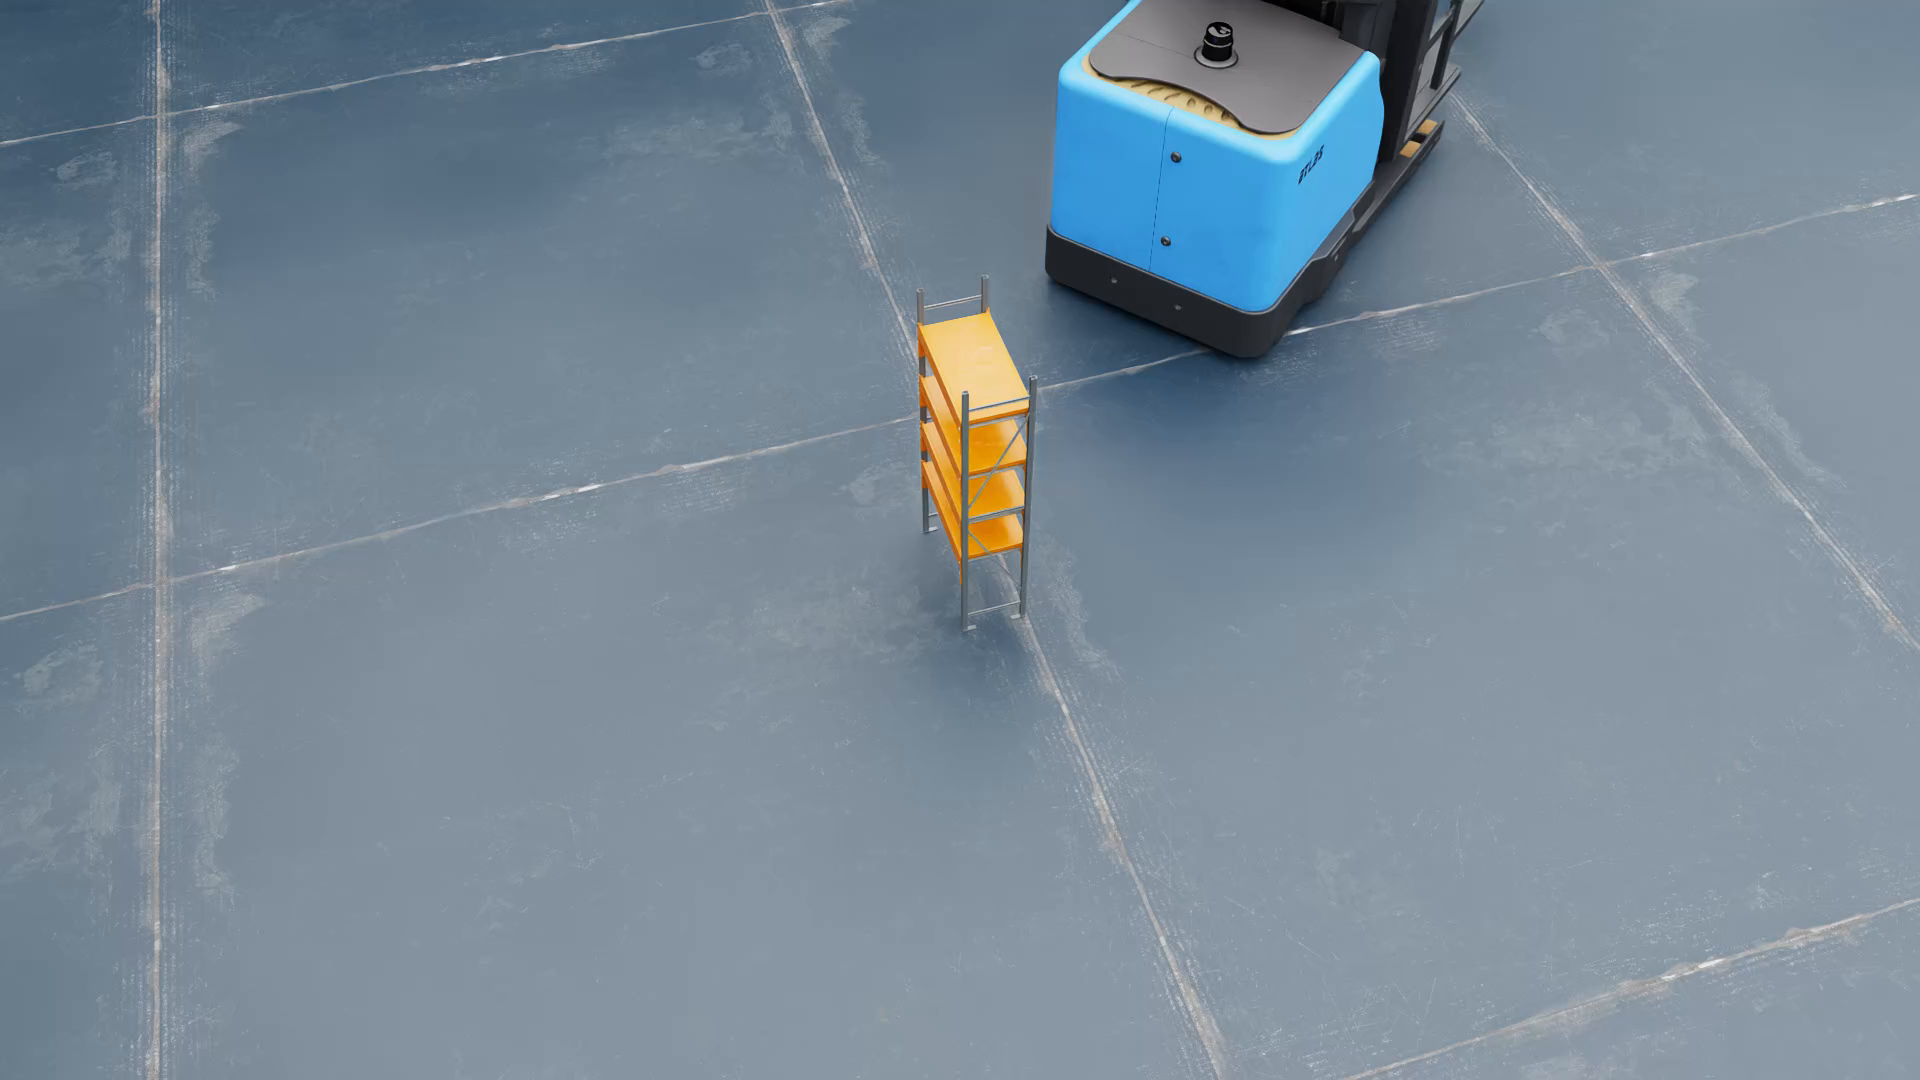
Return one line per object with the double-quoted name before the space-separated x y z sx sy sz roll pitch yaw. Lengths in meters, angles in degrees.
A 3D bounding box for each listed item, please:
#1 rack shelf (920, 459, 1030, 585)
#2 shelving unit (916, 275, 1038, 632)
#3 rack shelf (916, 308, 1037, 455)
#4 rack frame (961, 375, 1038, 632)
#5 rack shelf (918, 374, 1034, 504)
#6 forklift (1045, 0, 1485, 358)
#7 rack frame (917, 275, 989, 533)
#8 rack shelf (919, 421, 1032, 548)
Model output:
"rack shelf" 0.049 -0.094 5.893 0.258 0.148 0.480 -13 51 -11
"shelving unit" 0.049 -0.266 5.689 0.258 1.200 0.503 -13 51 -11
"rack shelf" 0.049 -0.519 5.389 0.258 0.148 0.480 -13 51 -11
"rack frame" 0.121 -0.088 5.539 0.240 1.200 0.015 -13 51 -11
"rack shelf" 0.049 -0.367 5.570 0.258 0.148 0.480 -13 51 -11
"forklift" 1.589 -2.797 6.691 1.130 2.935 3.031 26 55 21
"rack frame" -0.023 -0.444 5.840 0.240 1.200 0.015 -13 51 -11
"rack shelf" 0.049 -0.222 5.741 0.258 0.148 0.480 -13 51 -11
